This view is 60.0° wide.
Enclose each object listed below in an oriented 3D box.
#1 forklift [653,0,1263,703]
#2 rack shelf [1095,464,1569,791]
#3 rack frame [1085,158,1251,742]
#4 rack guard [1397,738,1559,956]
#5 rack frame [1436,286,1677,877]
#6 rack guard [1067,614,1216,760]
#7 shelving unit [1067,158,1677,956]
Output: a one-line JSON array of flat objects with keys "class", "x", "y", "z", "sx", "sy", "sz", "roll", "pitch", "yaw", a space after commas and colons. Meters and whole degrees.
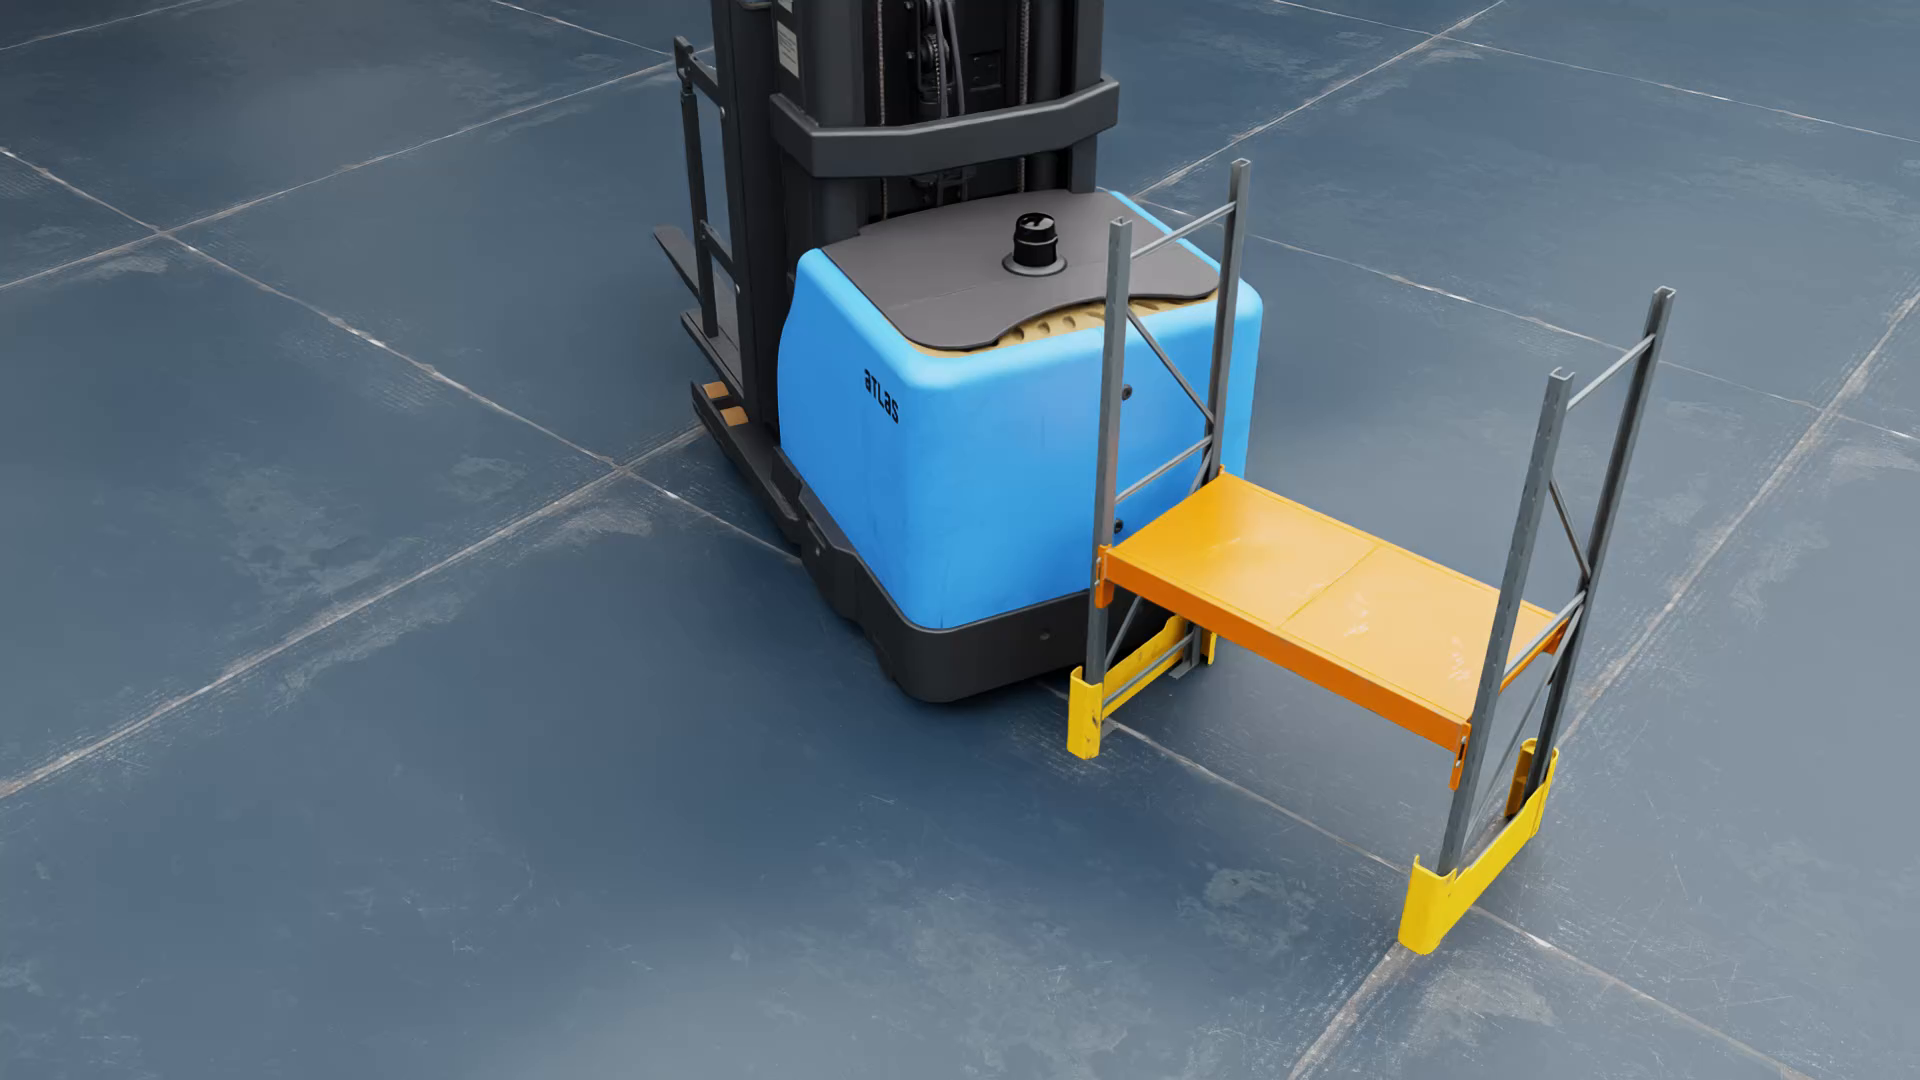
[{"class": "forklift", "x": -0.281, "y": -1.591, "z": 4.978, "sx": 1.130, "sy": 2.935, "sz": 3.031, "roll": -15, "pitch": 37, "yaw": -21}, {"class": "rack shelf", "x": 0.880, "y": 0.172, "z": 3.992, "sx": 1.000, "sy": 0.185, "sz": 0.538, "roll": 27, "pitch": 43, "yaw": 34}, {"class": "rack frame", "x": 0.504, "y": -0.170, "z": 4.172, "sx": 0.032, "sy": 1.500, "sz": 0.500, "roll": 27, "pitch": 43, "yaw": 34}, {"class": "rack guard", "x": 1.242, "y": 0.725, "z": 3.973, "sx": 0.087, "sy": 0.250, "sz": 0.587, "roll": 27, "pitch": 43, "yaw": 34}, {"class": "rack frame", "x": 1.256, "y": 0.217, "z": 3.609, "sx": 0.032, "sy": 1.500, "sz": 0.500, "roll": 27, "pitch": 43, "yaw": 34}, {"class": "rack guard", "x": 0.505, "y": 0.346, "z": 4.525, "sx": 0.087, "sy": 0.250, "sz": 0.587, "roll": 27, "pitch": 43, "yaw": 34}, {"class": "shelving unit", "x": 0.873, "y": 0.020, "z": 3.896, "sx": 1.083, "sy": 1.500, "sz": 0.587, "roll": 27, "pitch": 43, "yaw": 34}]
